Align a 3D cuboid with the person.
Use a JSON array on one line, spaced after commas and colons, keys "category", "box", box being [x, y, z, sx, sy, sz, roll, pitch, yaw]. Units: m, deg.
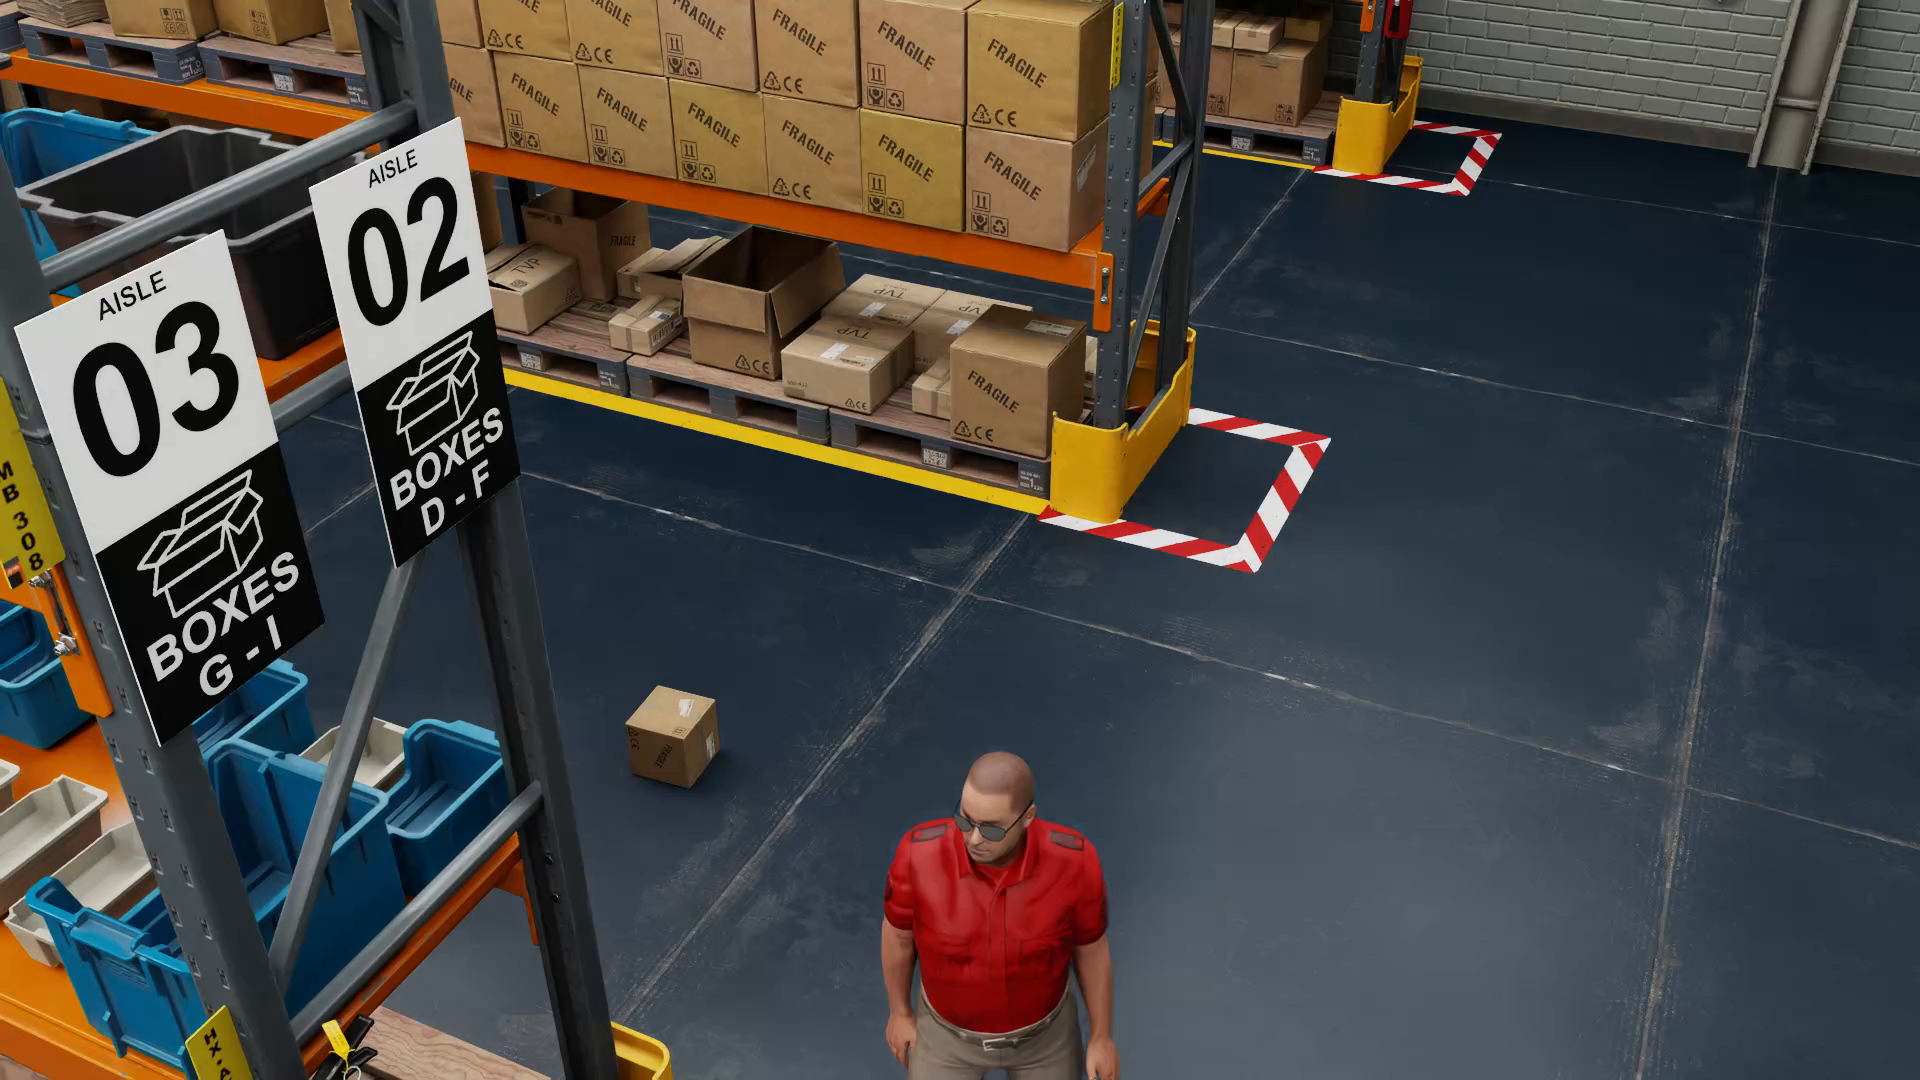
[{"category": "person", "box": [0.103, 1.224, 4.270, 0.590, 1.731, 0.490, -3, 34, -5]}]
